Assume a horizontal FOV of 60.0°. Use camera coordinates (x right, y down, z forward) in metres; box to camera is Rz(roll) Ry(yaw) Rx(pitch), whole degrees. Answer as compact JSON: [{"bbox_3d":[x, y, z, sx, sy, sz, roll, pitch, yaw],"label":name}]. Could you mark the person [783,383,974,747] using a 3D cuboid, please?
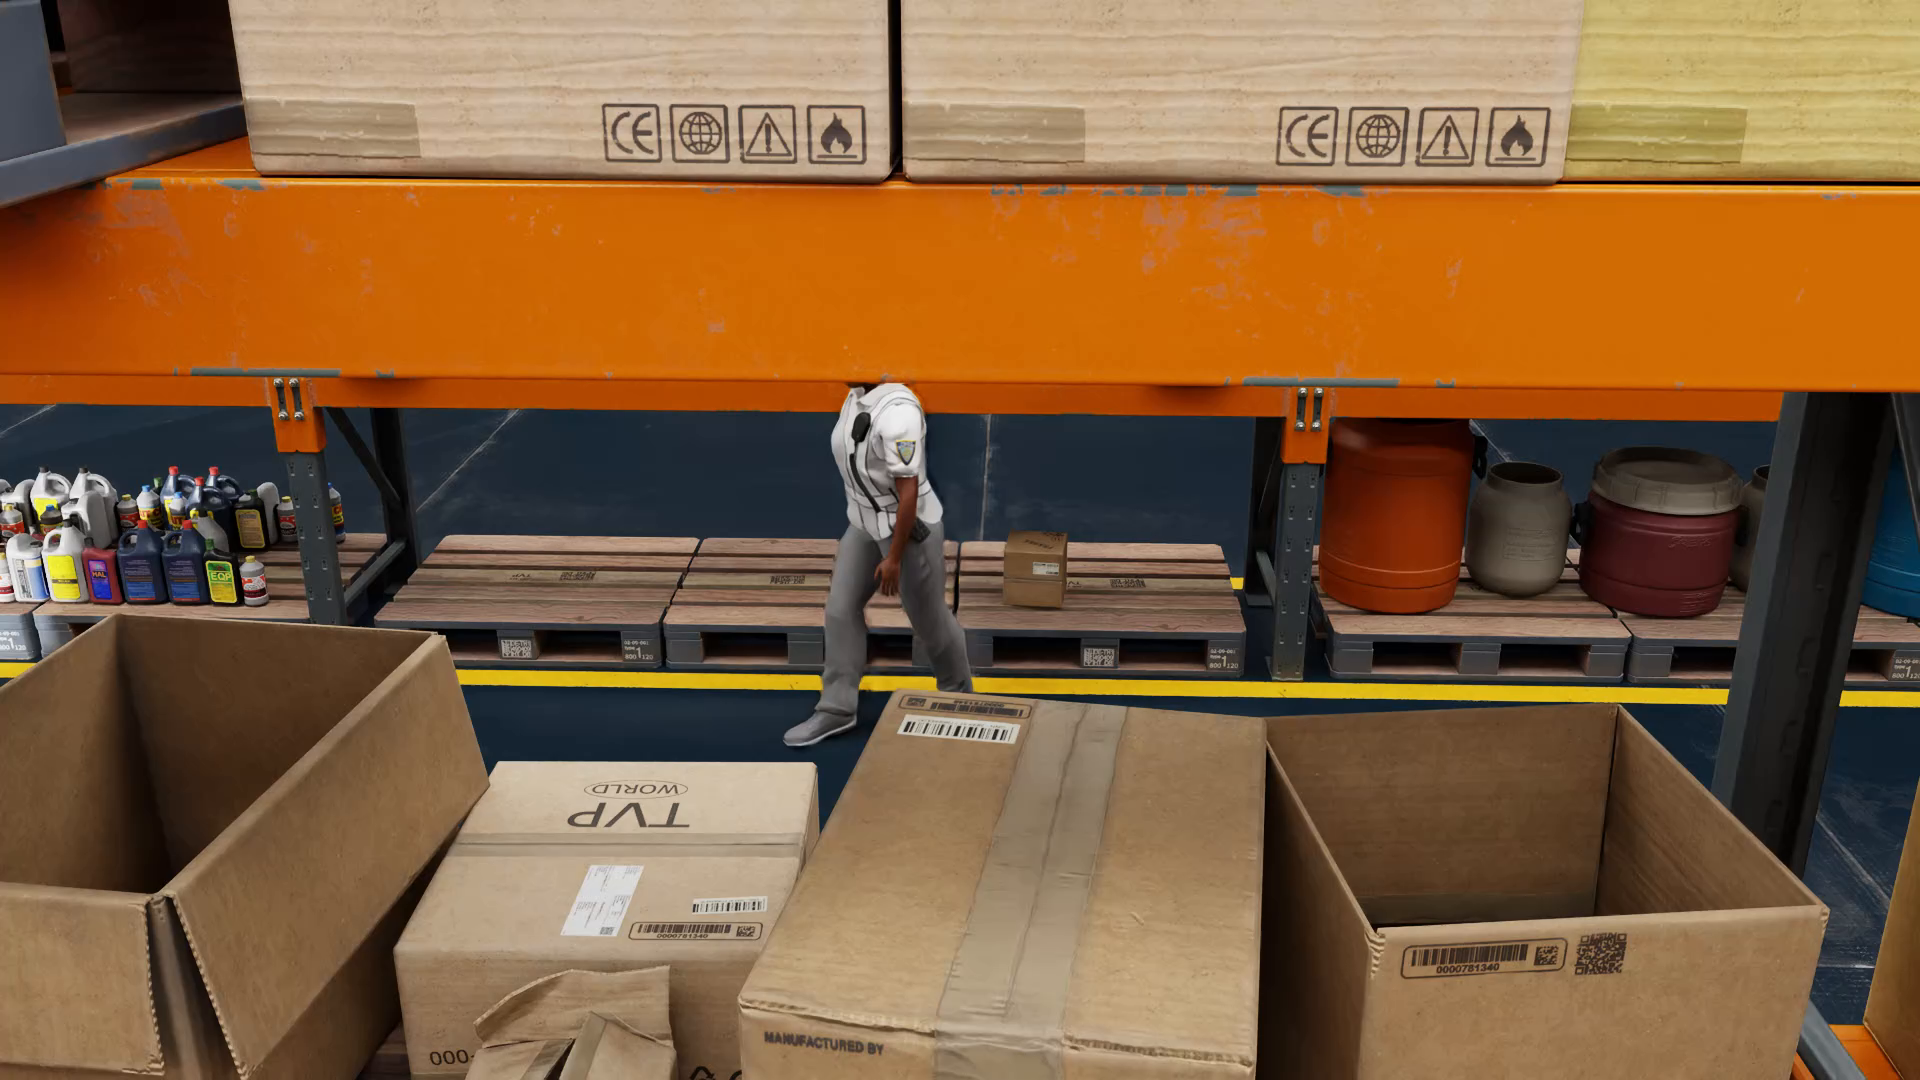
[{"bbox_3d":[-0.267,-0.020,6.134,0.754,1.687,0.476,-13,25,-31],"label":"person"}]
